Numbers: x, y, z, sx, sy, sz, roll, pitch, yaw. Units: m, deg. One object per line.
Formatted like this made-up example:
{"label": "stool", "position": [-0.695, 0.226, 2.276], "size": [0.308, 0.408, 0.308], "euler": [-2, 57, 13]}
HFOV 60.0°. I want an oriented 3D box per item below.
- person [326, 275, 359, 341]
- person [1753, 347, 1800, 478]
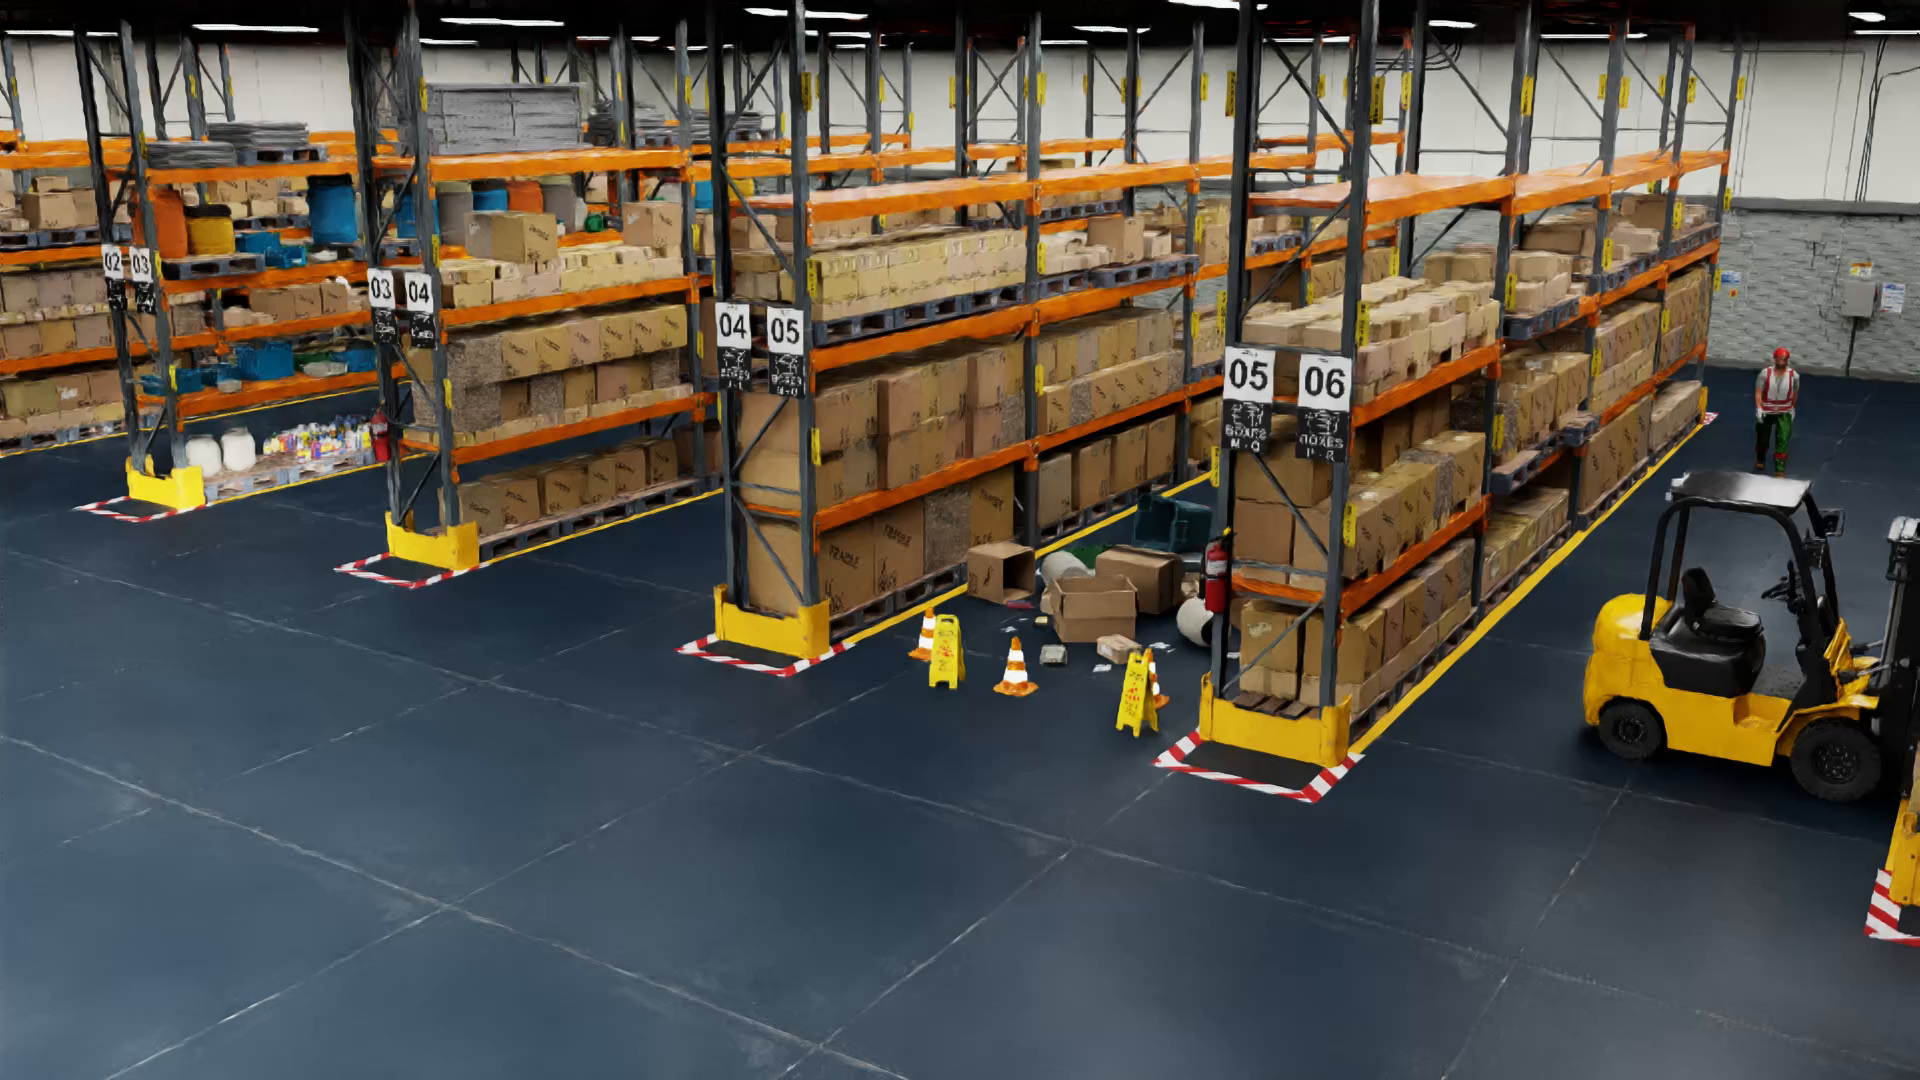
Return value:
{"label": "person", "position": [-12.122, -4.540, 32.323], "size": [0.573, 1.687, 1.113], "euler": [9, 18, 29]}
{"label": "person", "position": [10.829, -1.715, 22.119], "size": [0.528, 1.728, 1.032], "euler": [7, 17, 23]}
